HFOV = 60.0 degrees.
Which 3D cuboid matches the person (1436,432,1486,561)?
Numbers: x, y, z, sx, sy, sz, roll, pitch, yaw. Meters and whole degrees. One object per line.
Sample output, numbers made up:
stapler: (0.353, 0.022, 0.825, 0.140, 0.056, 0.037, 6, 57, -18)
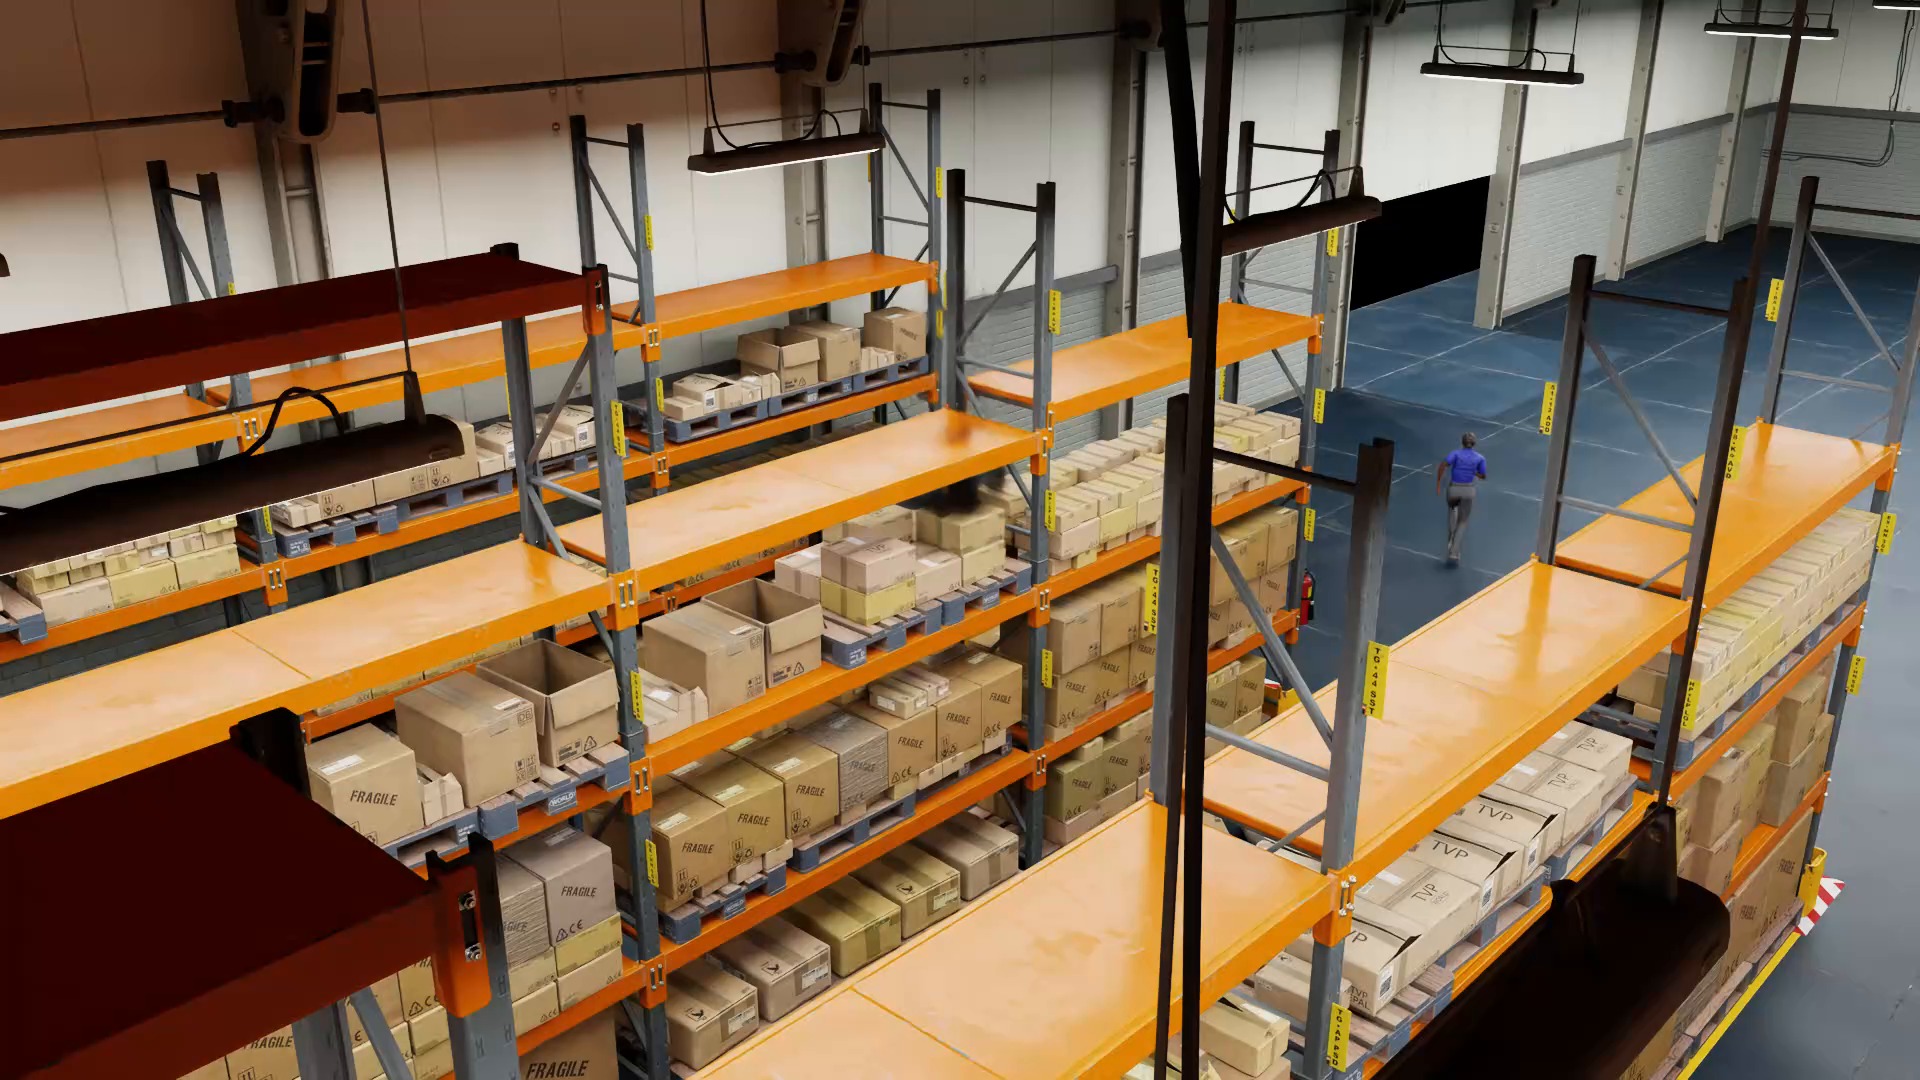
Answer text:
person: (6.366, -0.554, 21.187, 0.597, 1.662, 0.815, 6, 22, 16)
